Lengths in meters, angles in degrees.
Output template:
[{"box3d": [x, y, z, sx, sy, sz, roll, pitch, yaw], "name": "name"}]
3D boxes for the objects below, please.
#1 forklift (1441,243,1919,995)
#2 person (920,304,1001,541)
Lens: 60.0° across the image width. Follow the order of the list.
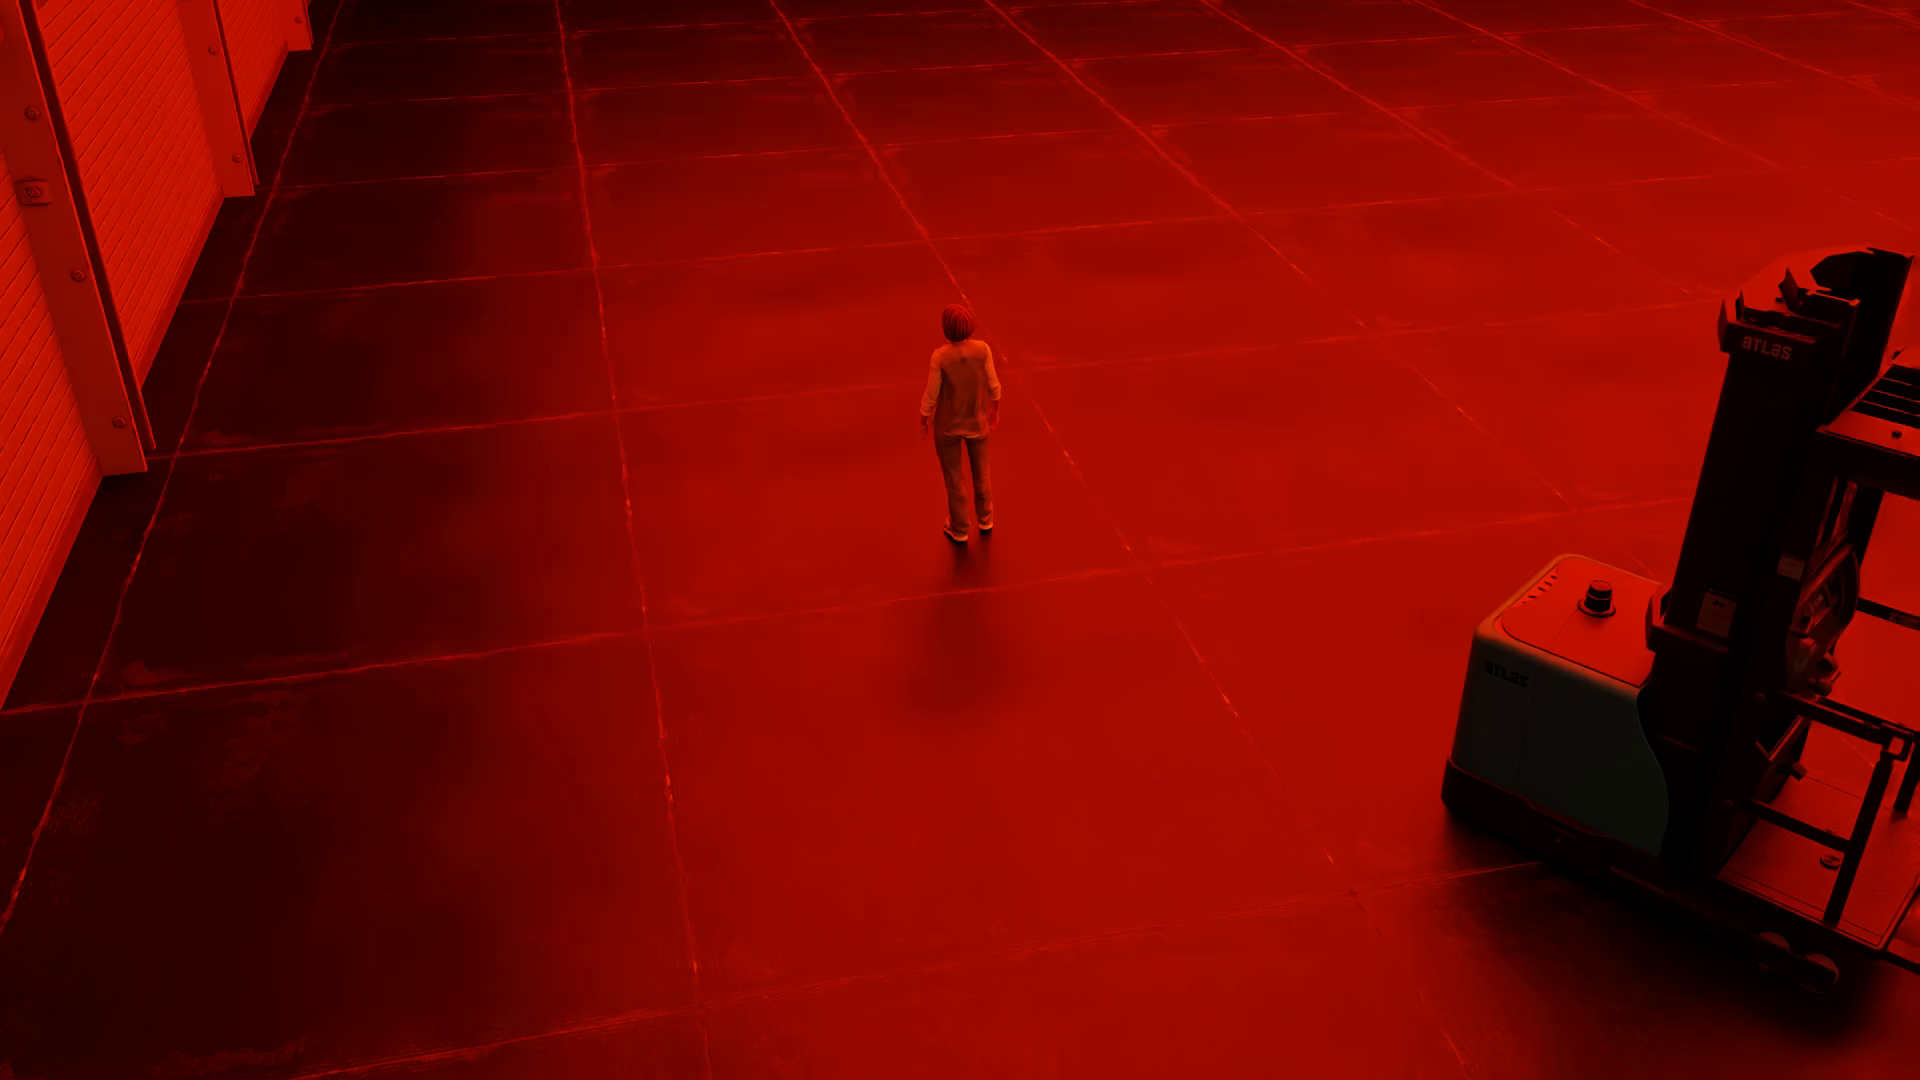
[{"box3d": [3.798, 0.377, 6.924, 3.031, 2.935, 1.130, 24, 38, 35], "name": "forklift"}, {"box3d": [-0.003, -0.735, 10.161, 0.520, 1.597, 0.475, -7, 31, -12], "name": "person"}]
